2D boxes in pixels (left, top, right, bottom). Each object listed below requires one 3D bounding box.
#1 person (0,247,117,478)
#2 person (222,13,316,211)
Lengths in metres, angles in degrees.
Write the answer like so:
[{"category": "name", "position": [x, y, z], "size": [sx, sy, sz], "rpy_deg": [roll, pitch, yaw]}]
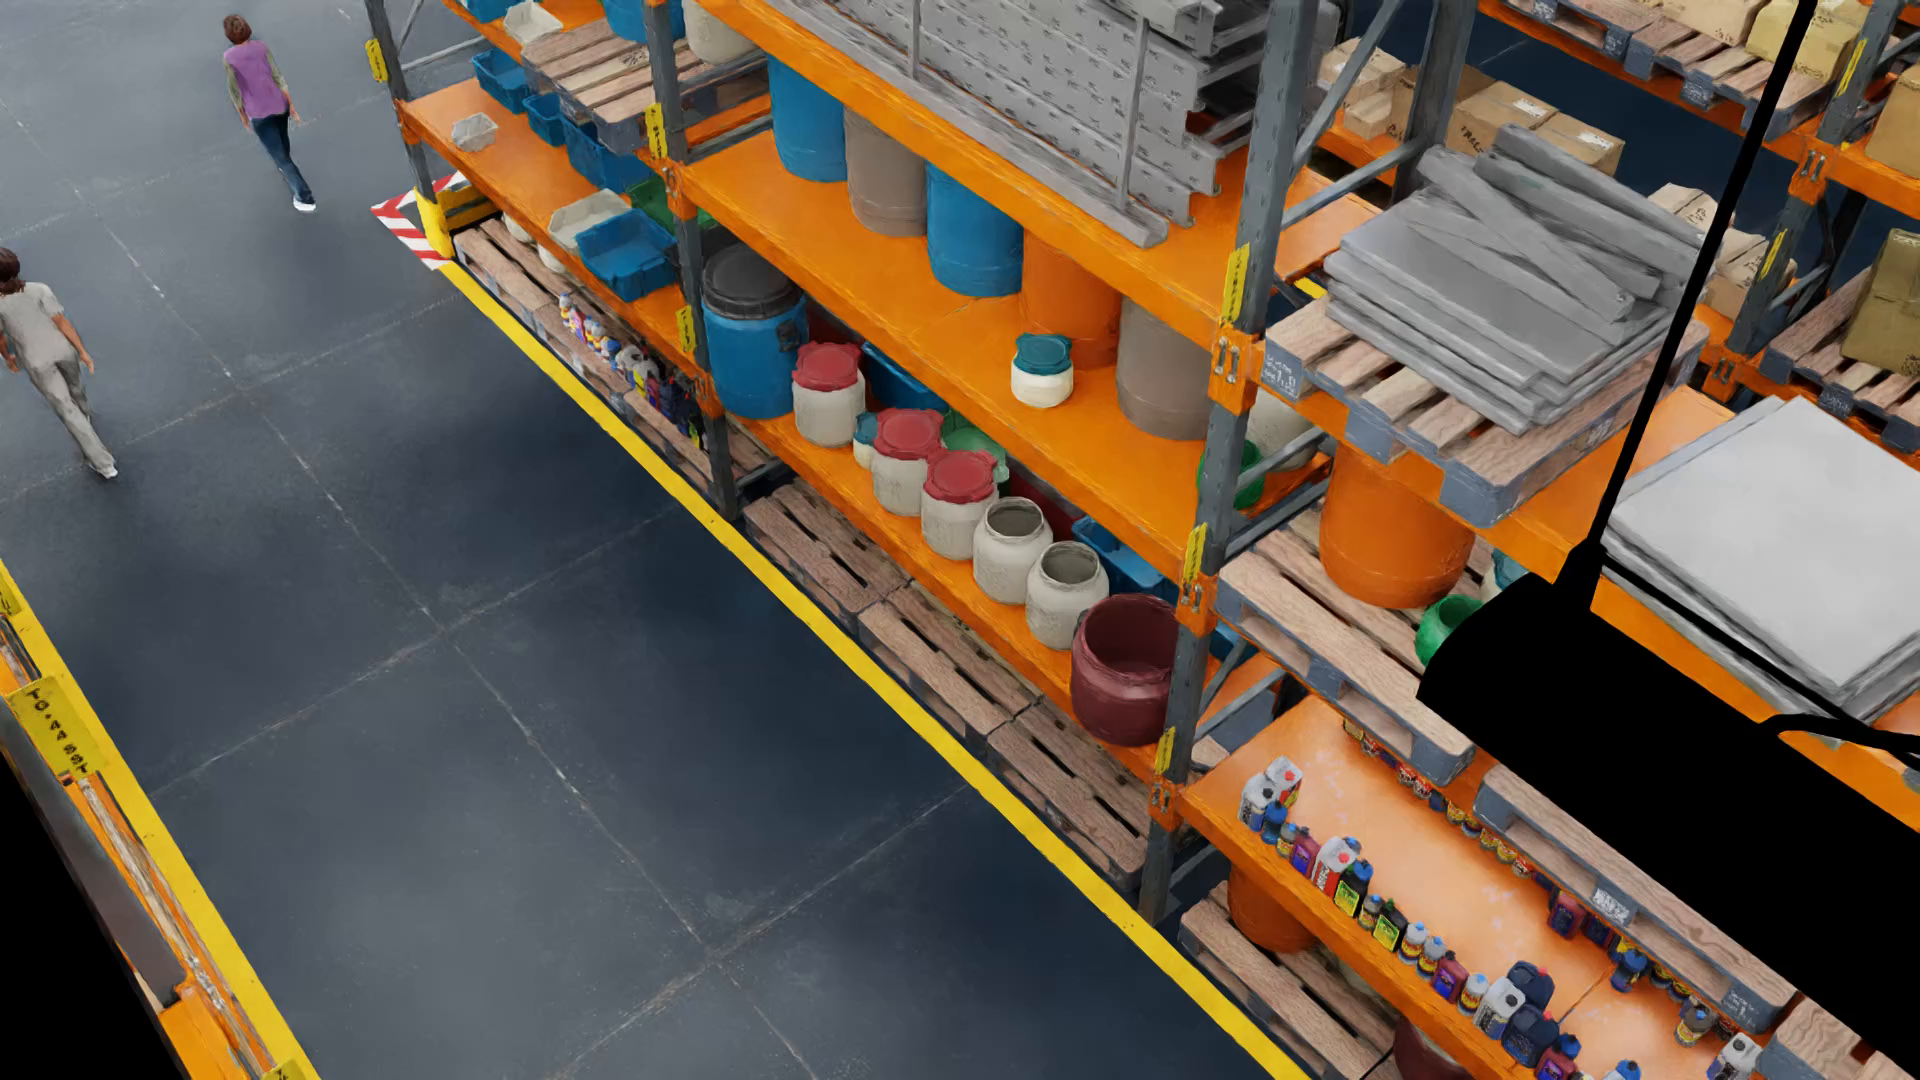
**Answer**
[{"category": "person", "position": [-6.078, -1.229, 11.032], "size": [0.455, 1.612, 1.019], "rpy_deg": [-32, 54, -27]}, {"category": "person", "position": [-5.501, -3.411, 13.159], "size": [0.416, 1.525, 1.034], "rpy_deg": [-33, 55, -27]}]
